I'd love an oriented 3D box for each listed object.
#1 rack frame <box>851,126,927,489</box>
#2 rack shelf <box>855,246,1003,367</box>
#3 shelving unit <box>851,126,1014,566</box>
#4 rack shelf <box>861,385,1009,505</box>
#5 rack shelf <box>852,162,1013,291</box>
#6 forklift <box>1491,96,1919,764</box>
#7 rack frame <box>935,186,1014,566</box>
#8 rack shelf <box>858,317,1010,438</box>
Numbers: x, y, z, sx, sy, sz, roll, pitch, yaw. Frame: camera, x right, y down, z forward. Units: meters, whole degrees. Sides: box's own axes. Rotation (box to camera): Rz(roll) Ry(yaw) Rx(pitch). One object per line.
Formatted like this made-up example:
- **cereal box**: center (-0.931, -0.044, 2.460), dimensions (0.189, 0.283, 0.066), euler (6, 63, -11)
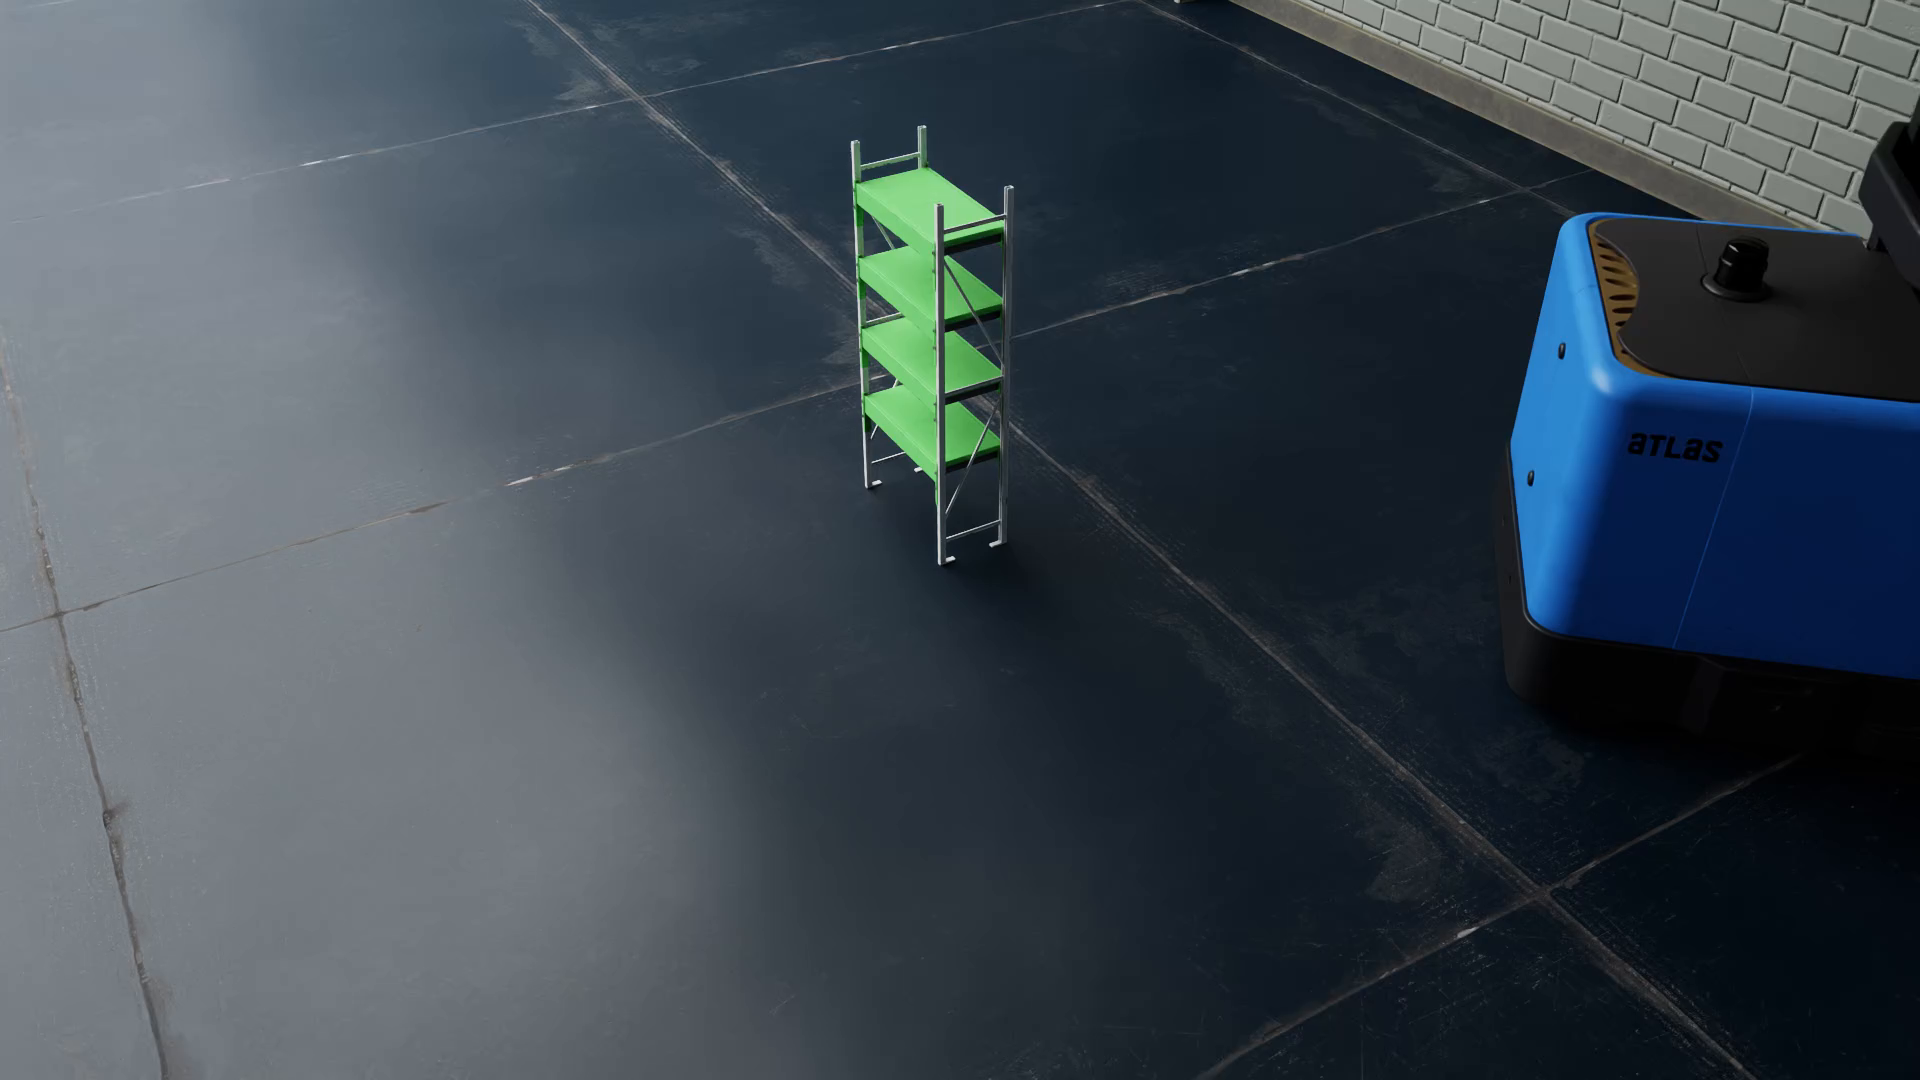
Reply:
- **rack frame**: center (-0.206, -0.693, 5.182), dimensions (0.240, 1.200, 0.015), euler (-19, 40, -24)
- **rack shelf**: center (-0.083, -0.711, 4.908), dimensions (0.258, 0.148, 0.480), euler (-19, 40, -24)
- **shelving unit**: center (-0.083, -0.569, 5.012), dimensions (0.258, 1.200, 0.503), euler (-19, 40, -24)
- **rack shelf**: center (-0.083, -0.324, 5.191), dimensions (0.258, 0.148, 0.480), euler (-19, 40, -24)
- **rack shelf**: center (-0.083, -0.905, 4.766), dimensions (0.258, 0.148, 0.480), euler (-19, 40, -24)
- **forklift**: center (3.080, -0.803, 3.865), dimensions (3.031, 2.935, 1.130), euler (7, 37, 10)
- **rack frame**: center (0.039, -0.445, 4.841), dimensions (0.240, 1.200, 0.015), euler (-19, 40, -24)
- **rack shelf**: center (-0.083, -0.517, 5.049), dimensions (0.258, 0.148, 0.480), euler (-19, 40, -24)
